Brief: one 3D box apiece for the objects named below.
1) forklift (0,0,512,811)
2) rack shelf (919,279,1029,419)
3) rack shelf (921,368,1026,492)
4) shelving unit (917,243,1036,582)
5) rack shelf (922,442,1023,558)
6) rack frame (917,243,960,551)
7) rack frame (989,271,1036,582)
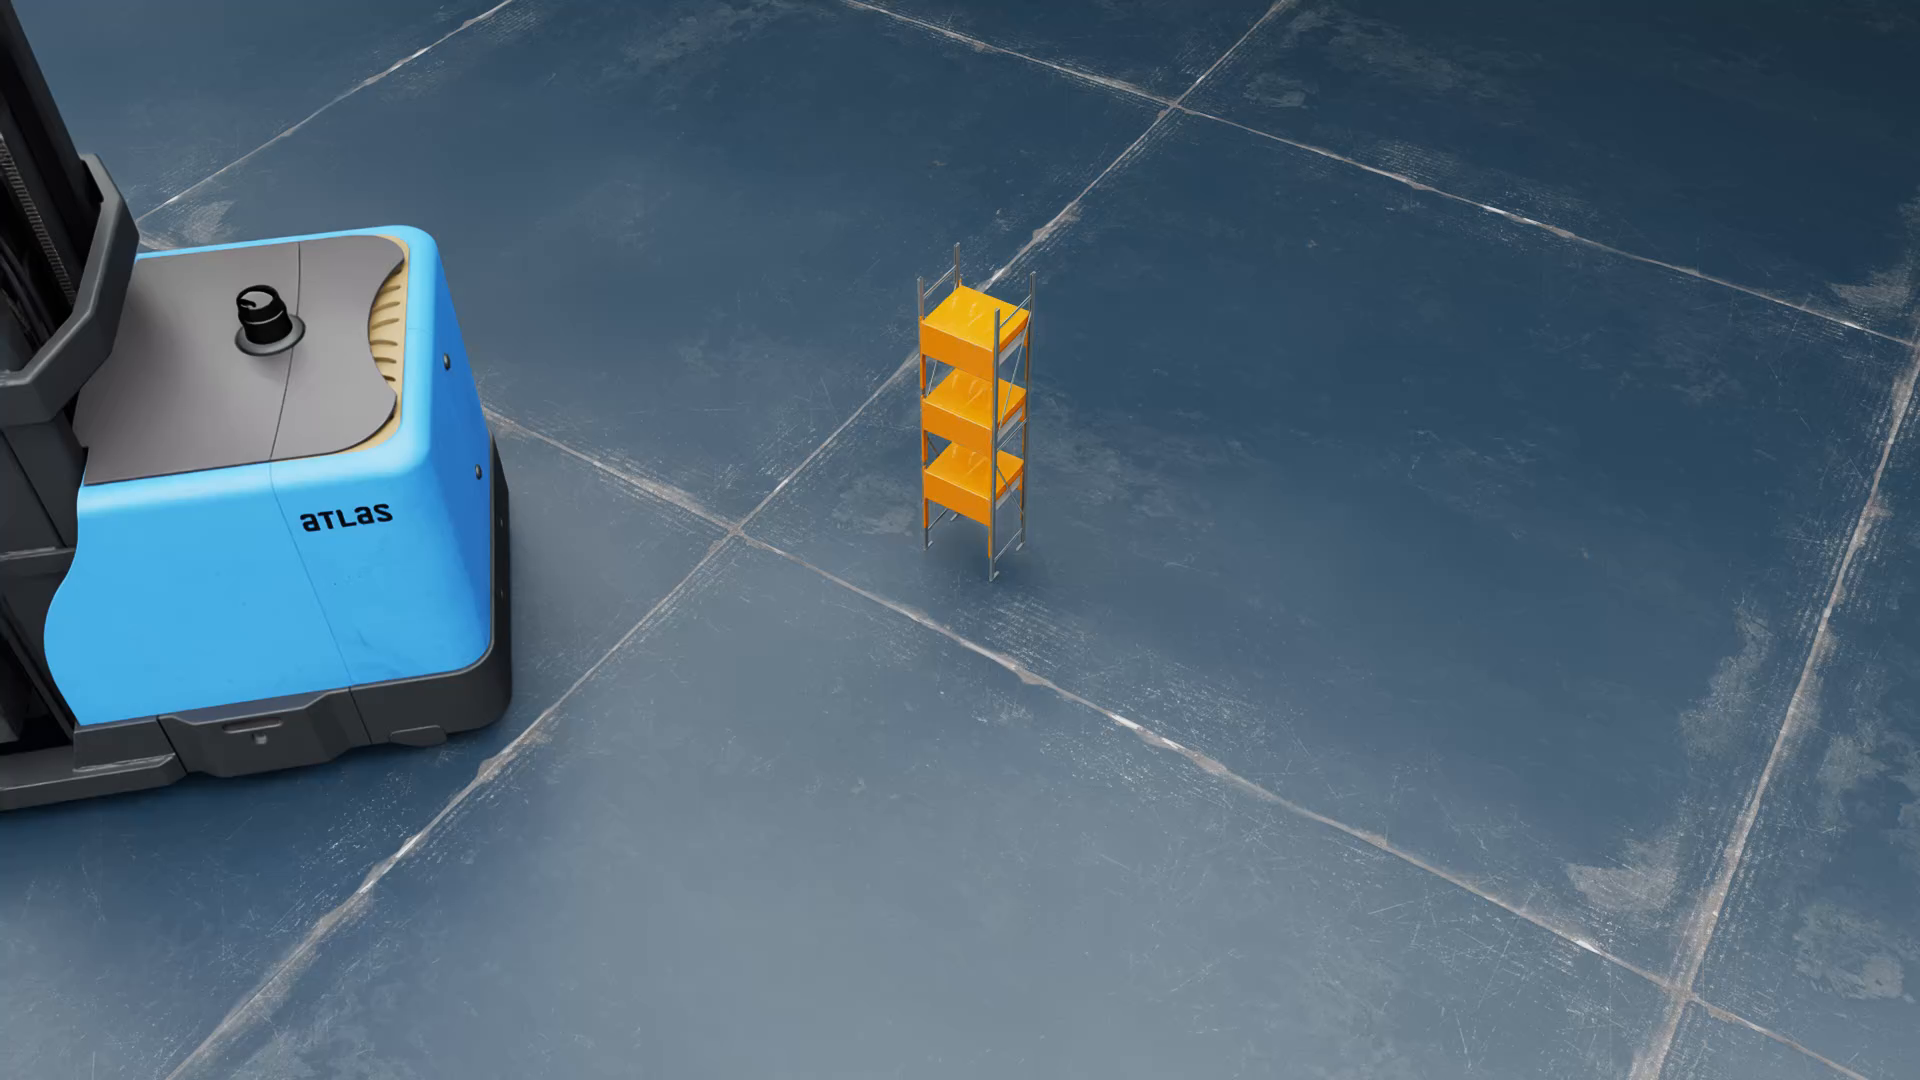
[{"bbox_3d":[-2.841,-0.615,3.803,3.031,2.935,1.130,-8,46,-8],"label":"forklift"},{"bbox_3d":[0.045,-0.536,4.657,0.240,0.259,0.215,25,51,22],"label":"rack shelf"},{"bbox_3d":[0.045,-0.338,4.861,0.240,0.259,0.215,25,51,22],"label":"rack shelf"},{"bbox_3d":[0.045,-0.345,4.853,0.252,1.050,0.215,25,51,22],"label":"shelving unit"},{"bbox_3d":[0.045,-0.144,5.060,0.240,0.259,0.215,25,51,22],"label":"rack shelf"},{"bbox_3d":[-0.058,-0.392,4.899,0.008,1.050,0.200,25,51,22],"label":"rack frame"},{"bbox_3d":[0.148,-0.298,4.807,0.008,1.050,0.200,25,51,22],"label":"rack frame"}]
